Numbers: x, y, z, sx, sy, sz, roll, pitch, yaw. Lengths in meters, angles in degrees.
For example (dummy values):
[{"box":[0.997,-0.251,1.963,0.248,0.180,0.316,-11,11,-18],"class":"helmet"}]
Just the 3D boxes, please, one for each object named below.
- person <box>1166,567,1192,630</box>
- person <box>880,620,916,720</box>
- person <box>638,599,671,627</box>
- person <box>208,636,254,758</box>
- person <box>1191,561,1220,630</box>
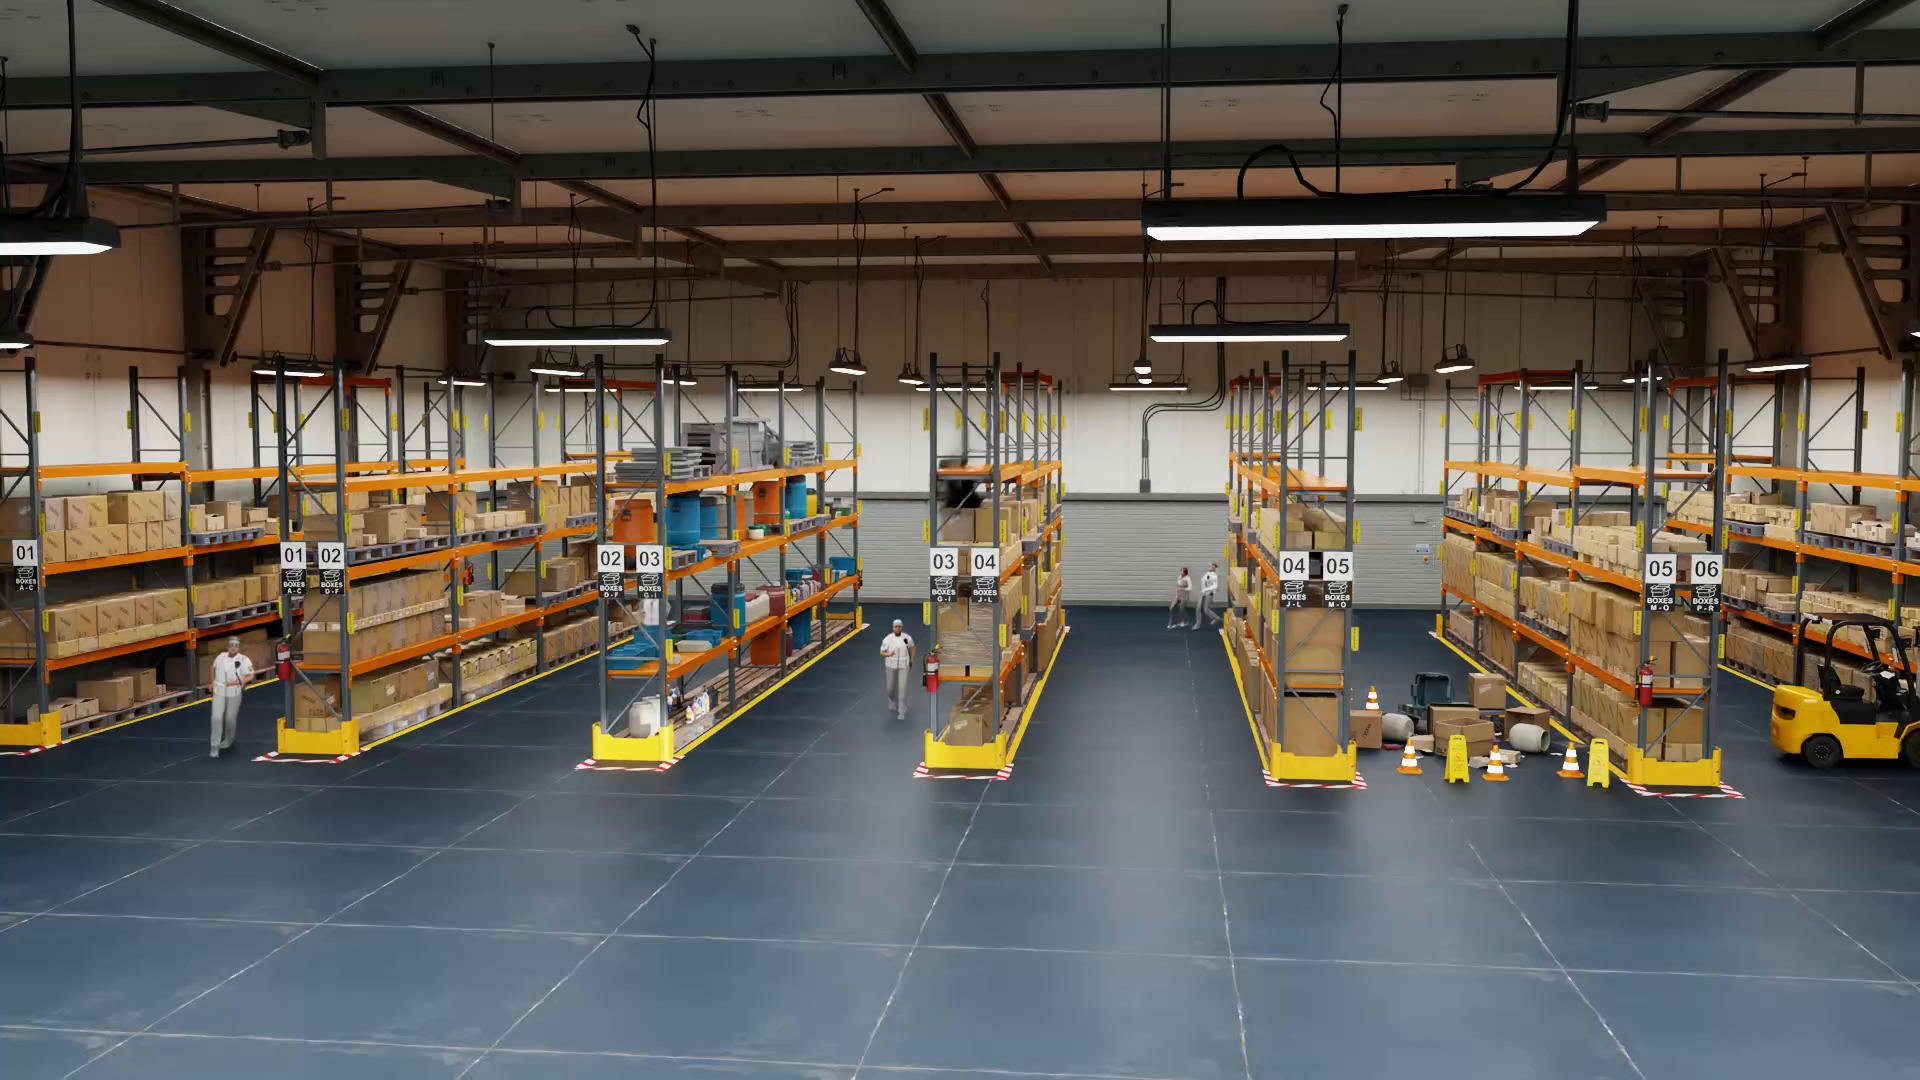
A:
[{"box":[5.395,1.421,40.130,0.666,1.596,0.678,-3,5,-39],"class":"person"},{"box":[-1.049,2.169,28.233,0.614,1.643,0.907,0,4,-2],"class":"person"},{"box":[-6.276,1.721,34.035,0.633,1.766,0.689,0,4,2],"class":"person"},{"box":[-11.053,2.351,25.241,0.660,1.806,0.824,-1,4,-14],"class":"person"},{"box":[5.976,1.340,40.118,0.763,1.684,0.650,-2,4,-24],"class":"person"}]
